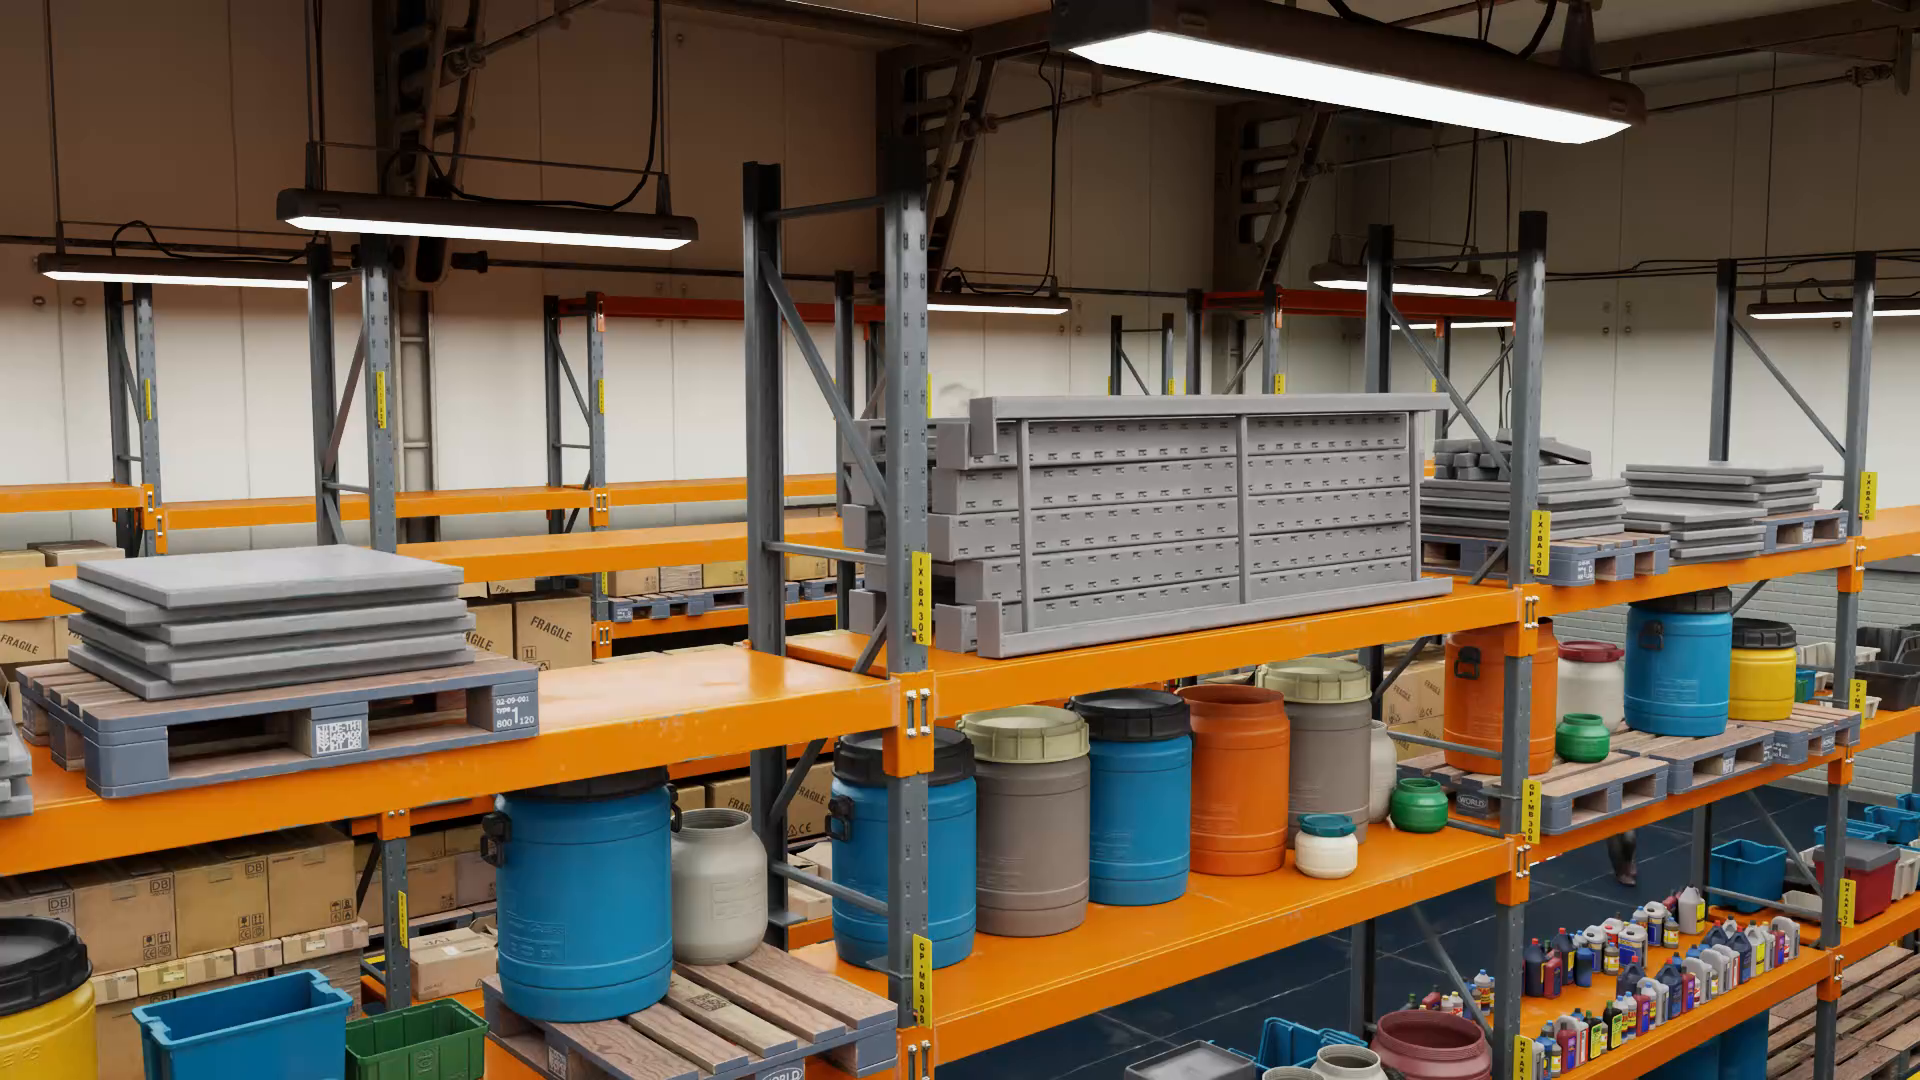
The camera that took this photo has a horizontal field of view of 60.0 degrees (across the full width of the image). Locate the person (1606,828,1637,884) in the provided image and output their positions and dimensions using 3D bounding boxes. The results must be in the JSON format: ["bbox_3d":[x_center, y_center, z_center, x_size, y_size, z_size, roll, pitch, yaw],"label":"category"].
[{"bbox_3d":[6.654,2.741,16.956,0.605,1.582,0.528,1,6,8],"label":"person"}]
